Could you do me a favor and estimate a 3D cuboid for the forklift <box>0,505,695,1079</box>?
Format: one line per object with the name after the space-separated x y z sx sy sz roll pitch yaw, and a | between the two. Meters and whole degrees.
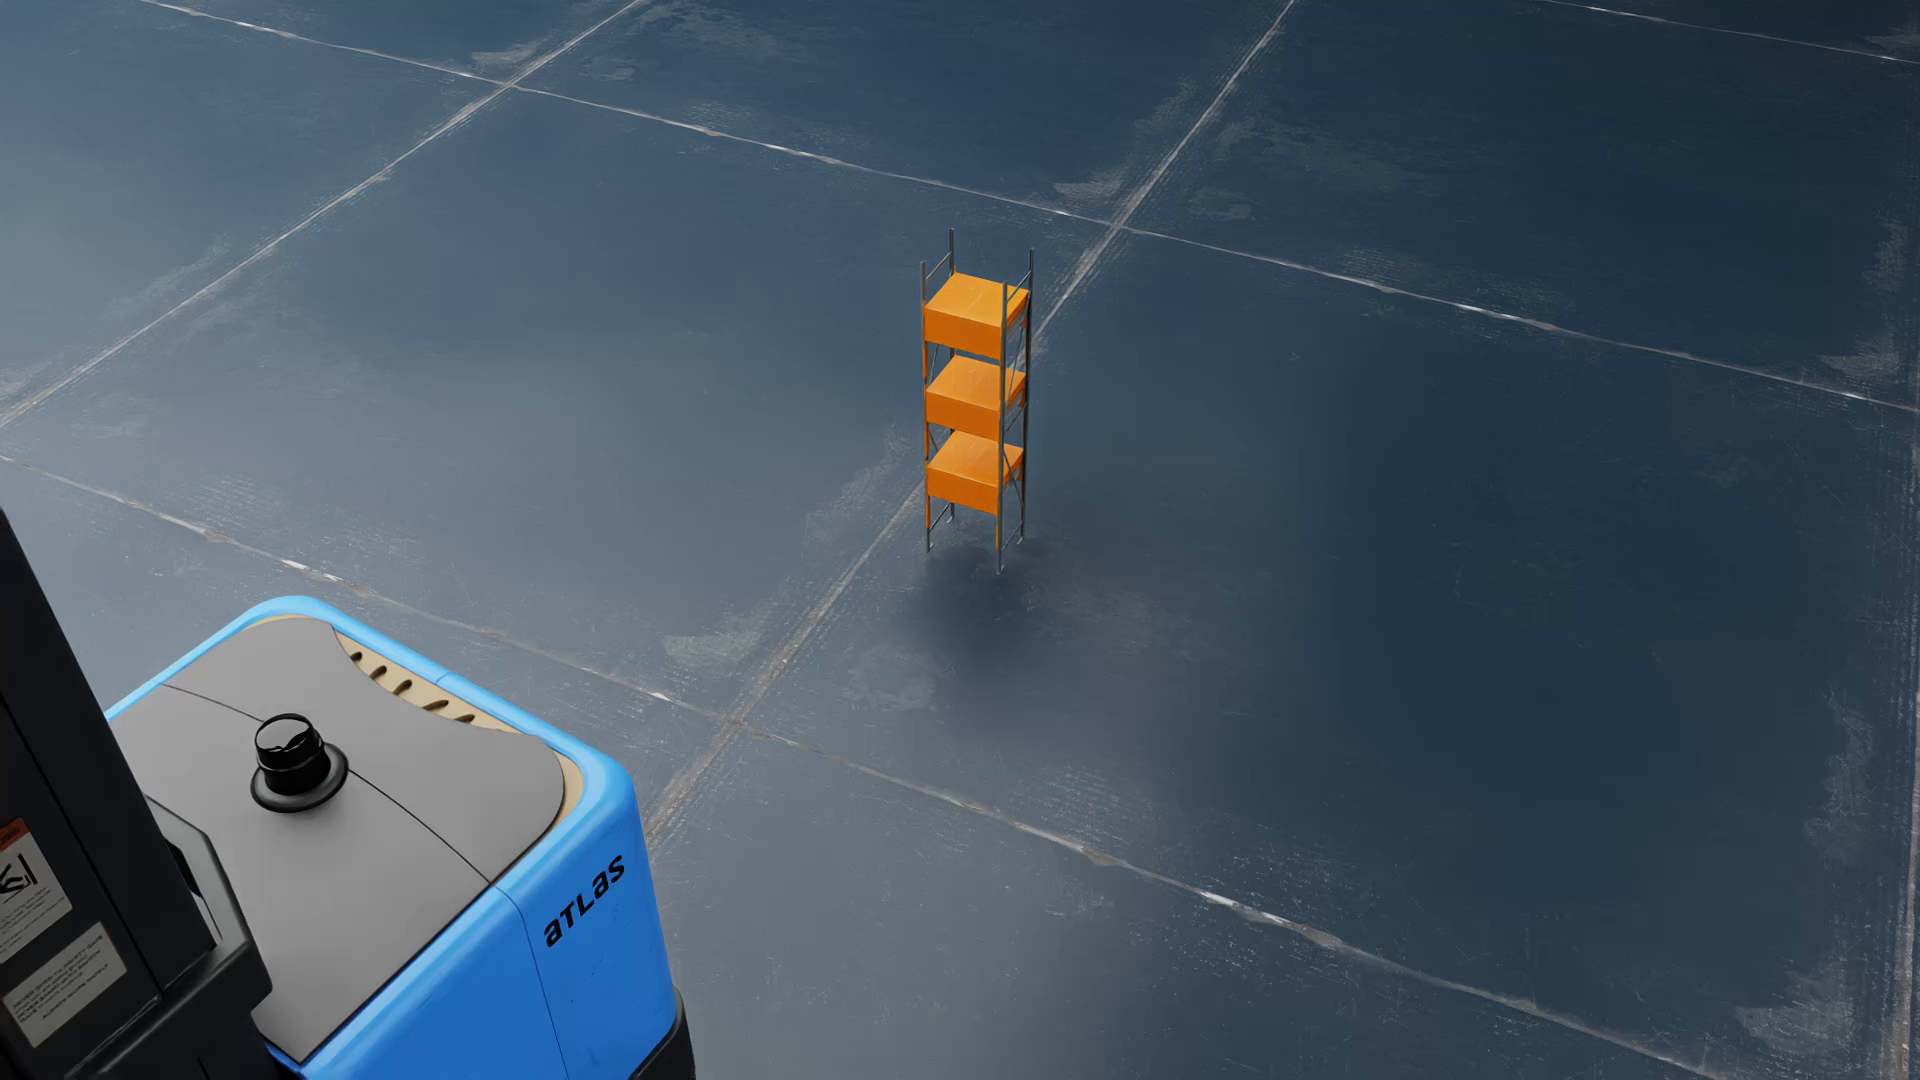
-1.818 0.778 2.114 1.130 2.935 3.031 23 46 24 | forklift

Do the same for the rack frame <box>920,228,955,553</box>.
-0.062 -0.416 4.928 0.008 1.050 0.200 17 44 19 | rack frame

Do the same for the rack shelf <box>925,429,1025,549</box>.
0.048 -0.164 5.078 0.240 0.259 0.215 17 44 19 | rack shelf

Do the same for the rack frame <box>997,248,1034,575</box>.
0.159 -0.348 4.850 0.008 1.050 0.200 17 44 19 | rack frame

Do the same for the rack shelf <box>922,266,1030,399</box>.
0.048 -0.588 4.710 0.240 0.259 0.215 17 44 19 | rack shelf

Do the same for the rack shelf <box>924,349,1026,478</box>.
0.048 -0.374 4.896 0.240 0.259 0.215 17 44 19 | rack shelf

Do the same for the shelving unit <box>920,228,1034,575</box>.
0.048 -0.382 4.889 0.252 1.050 0.215 17 44 19 | shelving unit
